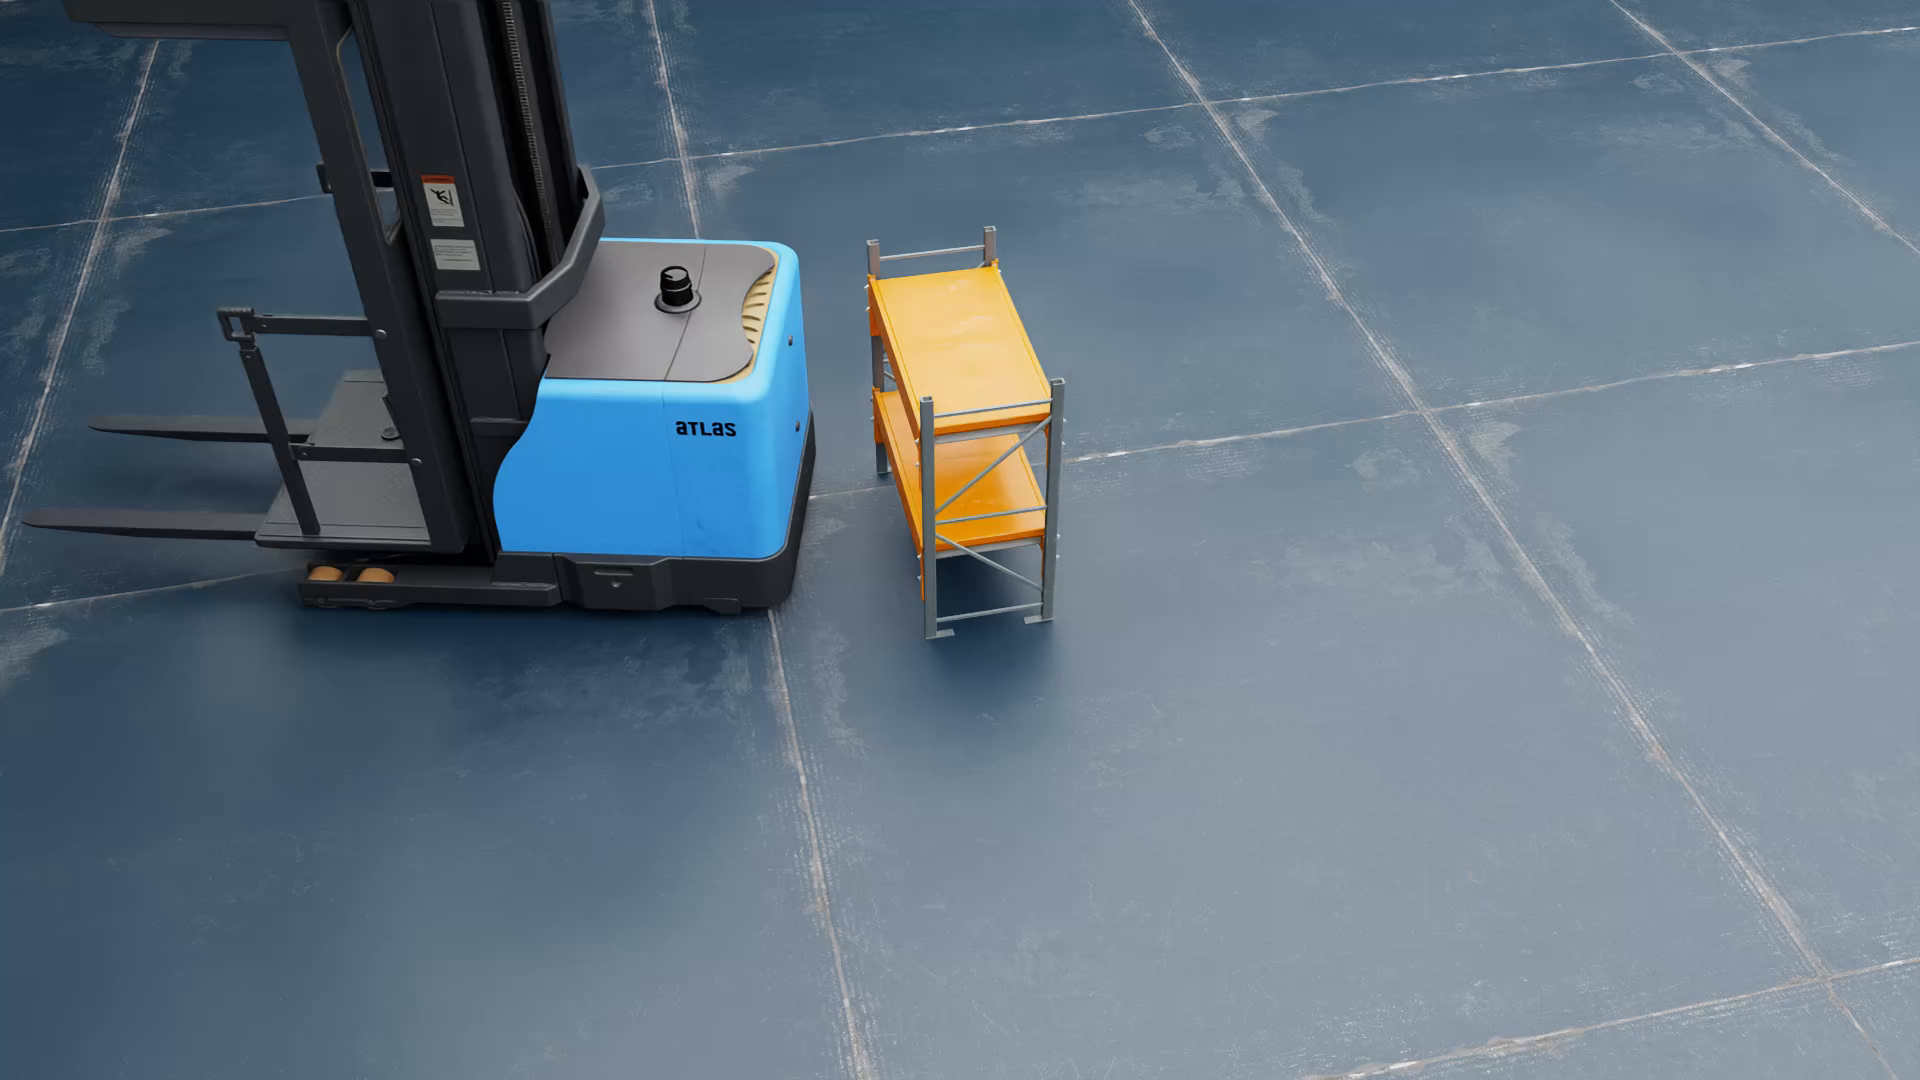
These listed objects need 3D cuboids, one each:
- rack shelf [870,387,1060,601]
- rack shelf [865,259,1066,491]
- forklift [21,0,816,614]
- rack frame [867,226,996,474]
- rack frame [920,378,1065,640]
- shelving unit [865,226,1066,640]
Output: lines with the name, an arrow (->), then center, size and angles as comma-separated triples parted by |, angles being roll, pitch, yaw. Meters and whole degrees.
rack shelf -> 0.001, -0.233, 6.534 | 0.538, 0.278, 1.000 | -8, 42, -9
rack shelf -> 0.001, -0.635, 6.177 | 0.538, 0.278, 1.000 | -8, 42, -9
forklift -> -2.144, -1.175, 5.866 | 3.031, 2.935, 1.130 | 2, 42, 2
rack frame -> -0.108, -0.746, 6.743 | 0.500, 1.125, 0.032 | -8, 42, -9
rack frame -> 0.111, -0.087, 6.000 | 0.500, 1.125, 0.032 | -8, 42, -9
shelving unit -> 0.001, -0.416, 6.372 | 0.538, 1.125, 1.048 | -8, 42, -9
